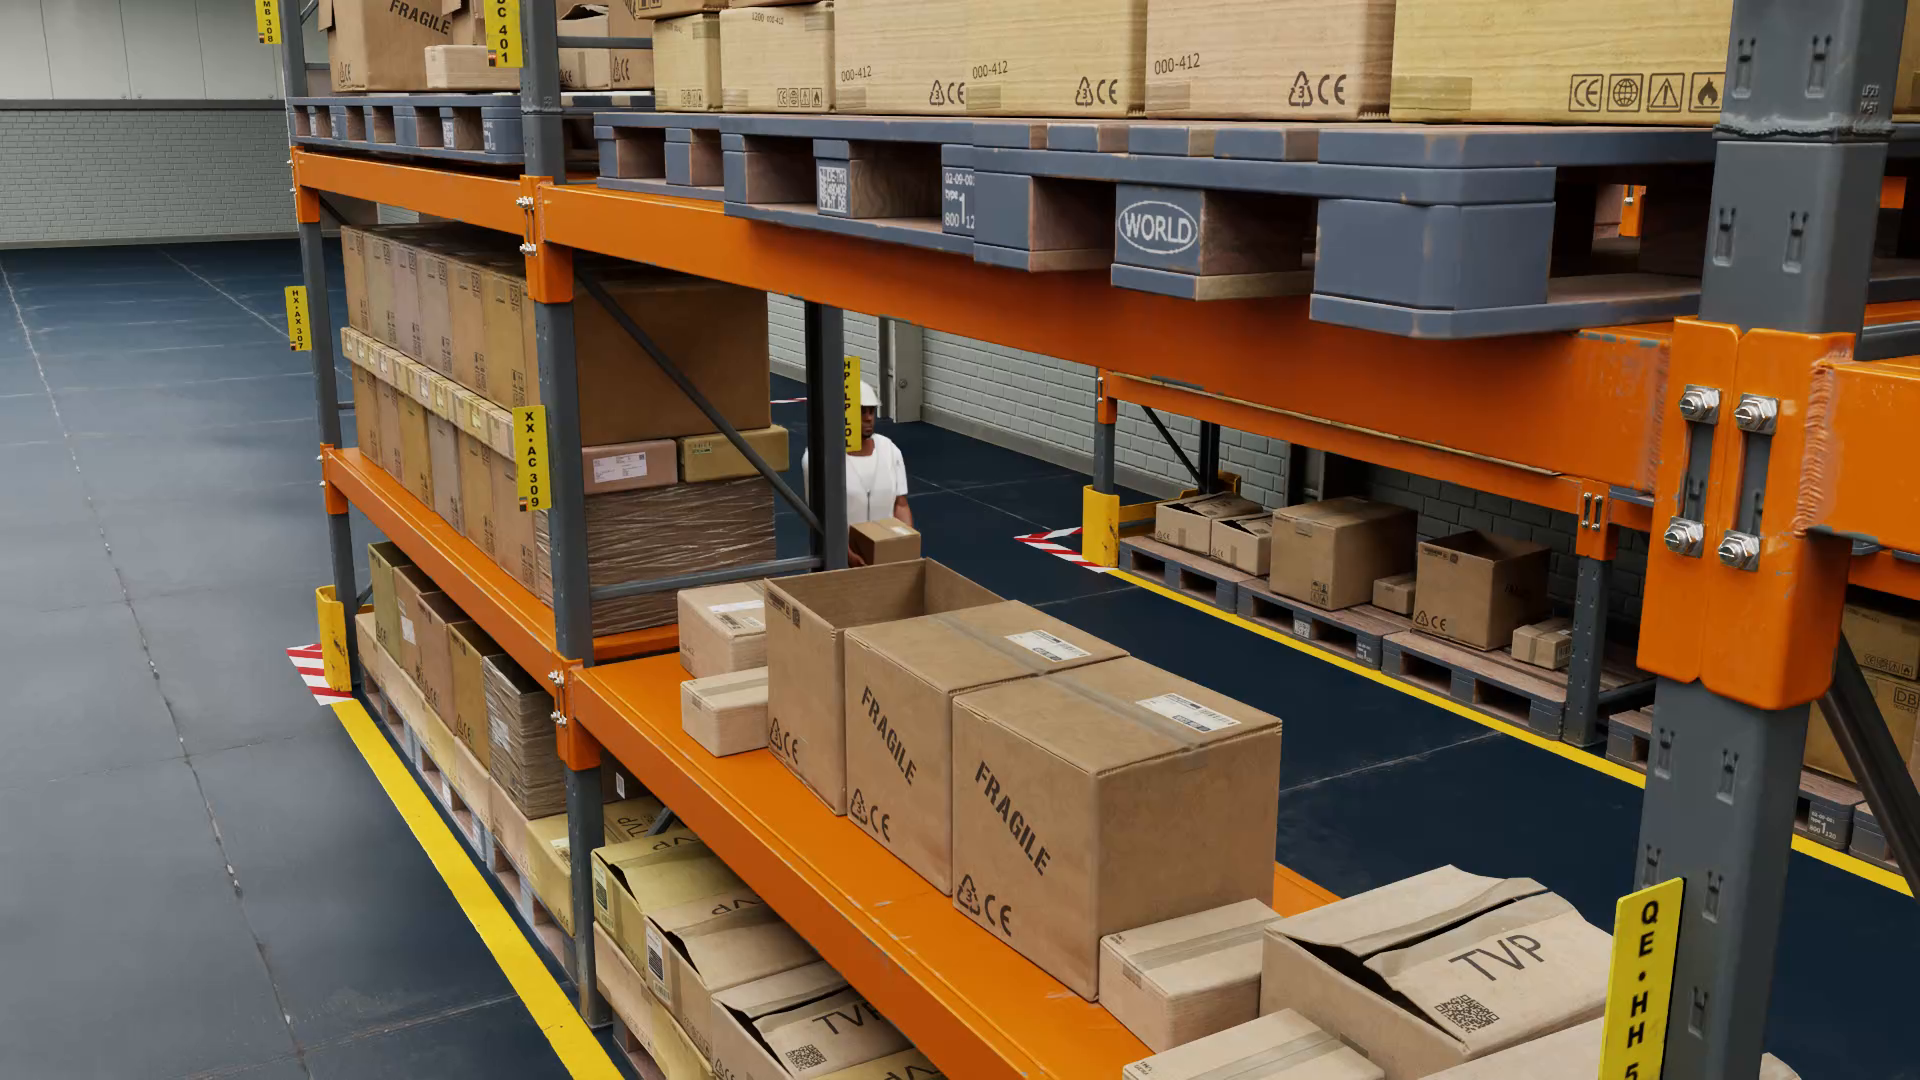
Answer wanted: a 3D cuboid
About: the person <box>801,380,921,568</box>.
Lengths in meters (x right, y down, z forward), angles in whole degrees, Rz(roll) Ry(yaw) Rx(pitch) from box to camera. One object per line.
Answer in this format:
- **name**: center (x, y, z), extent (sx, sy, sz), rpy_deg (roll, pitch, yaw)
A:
- **person**: center (-0.450, 0.117, 8.016), extent (0.542, 1.770, 0.551), rpy_deg (-9, 17, -30)
